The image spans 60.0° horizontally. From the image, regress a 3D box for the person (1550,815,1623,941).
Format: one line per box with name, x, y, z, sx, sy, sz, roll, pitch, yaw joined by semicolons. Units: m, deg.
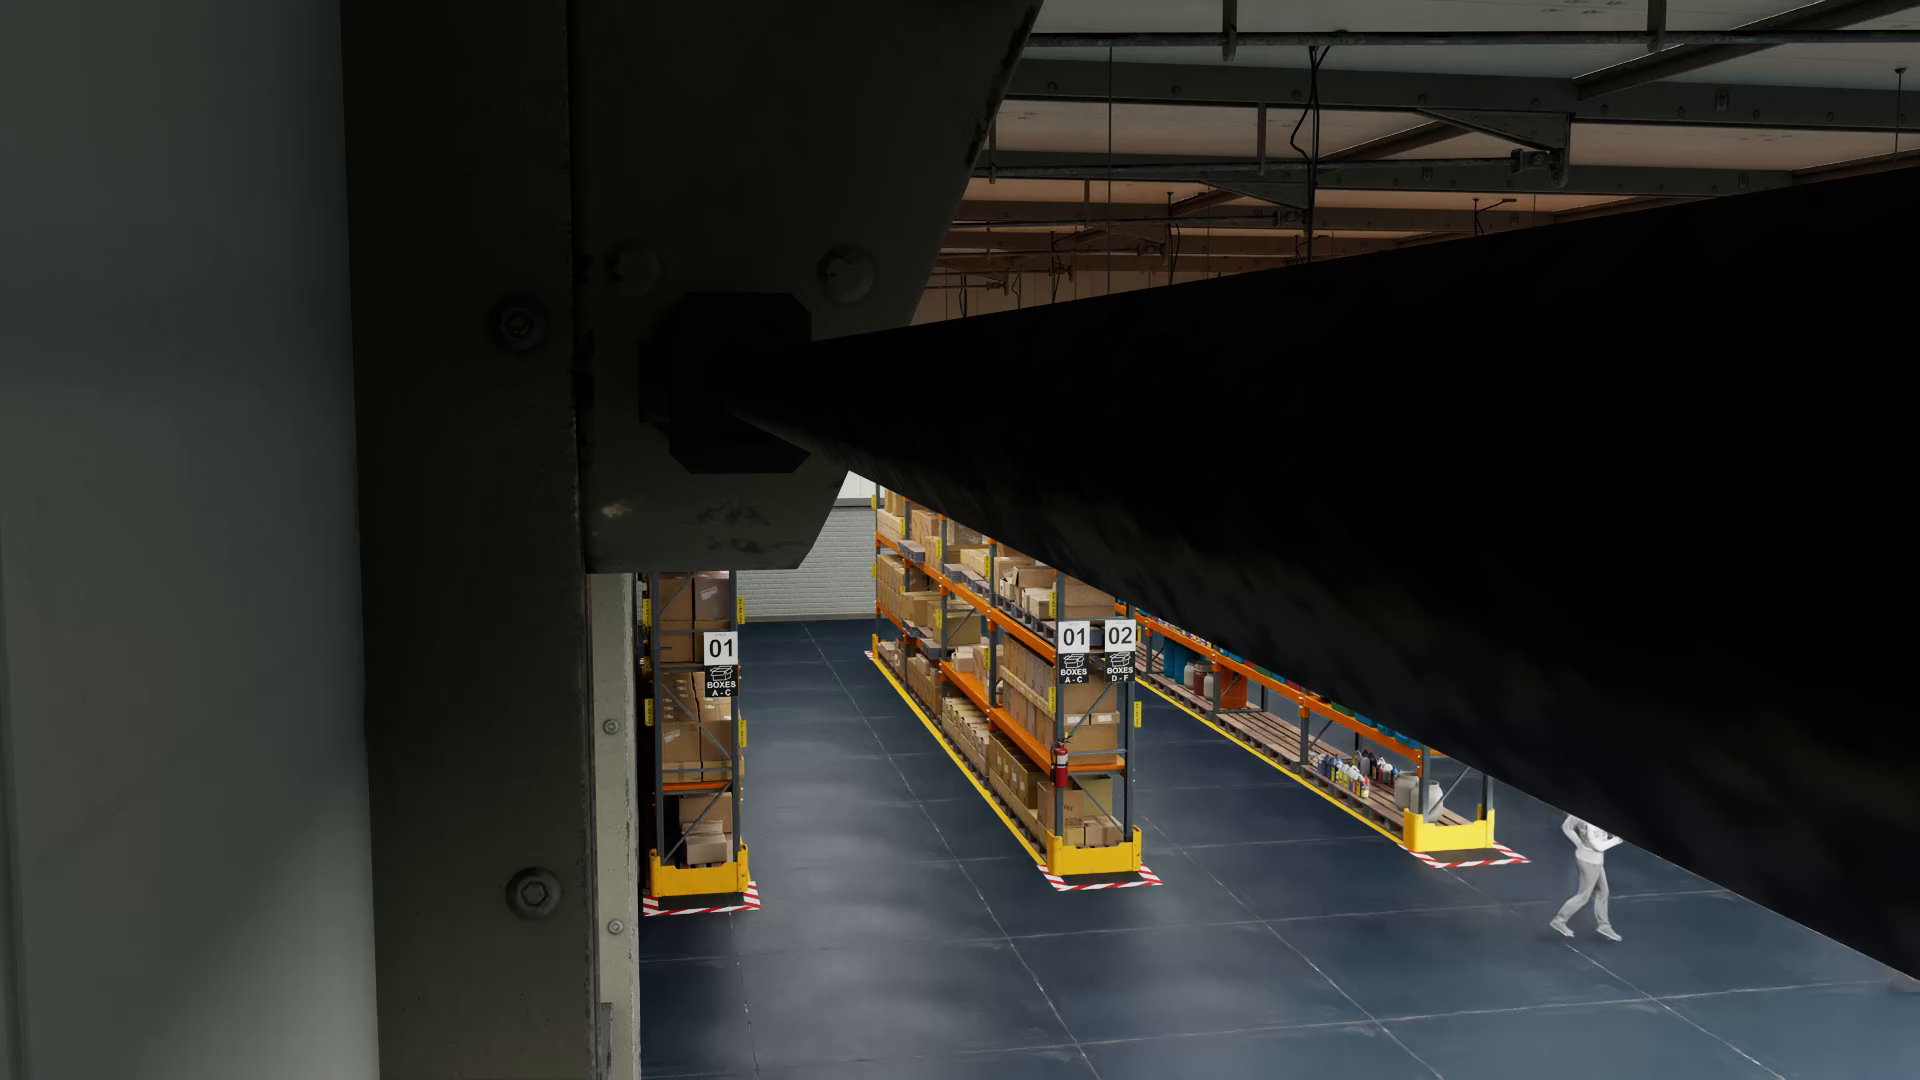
person;6.946;3.588;18.378;0.784;1.730;0.600;1;6;11
